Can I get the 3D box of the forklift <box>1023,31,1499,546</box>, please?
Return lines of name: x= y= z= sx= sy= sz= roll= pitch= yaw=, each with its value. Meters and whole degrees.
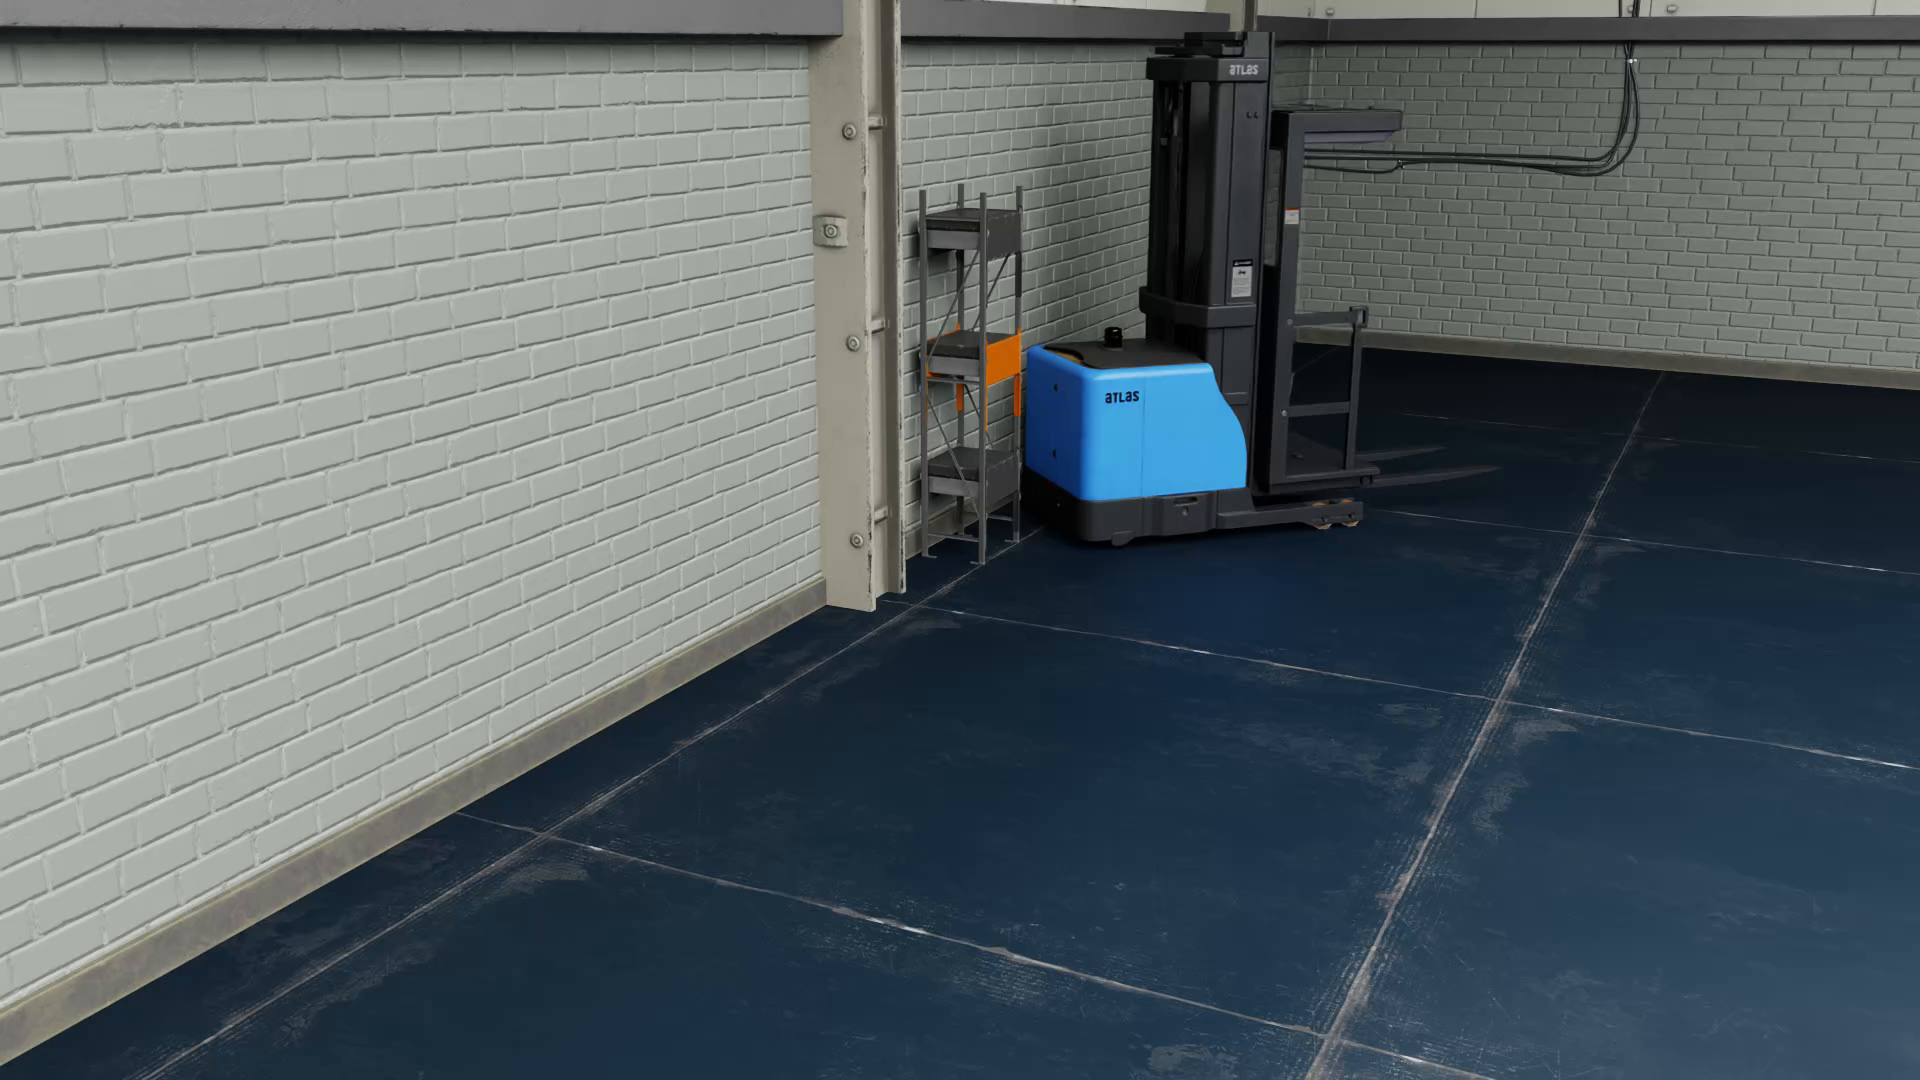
forklift: x=1.973 y=-1.604 z=10.277 sx=3.031 sy=2.935 sz=1.130 roll=-6 pitch=17 yaw=-19

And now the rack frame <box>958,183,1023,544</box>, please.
rack frame: x=0.171 y=-1.011 z=9.741 sx=0.400 sy=2.100 sz=0.015 roll=8 pitch=18 yaw=24

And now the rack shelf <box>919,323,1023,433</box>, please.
rack shelf: x=0.066 y=-0.935 z=9.533 sx=0.431 sy=0.518 sz=0.480 roll=8 pitch=18 yaw=24

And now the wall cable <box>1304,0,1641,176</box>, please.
wall cable: x=4.663 y=-4.627 z=15.253 sx=3.097 sy=2.526 sz=0.112 roll=8 pitch=18 yaw=25

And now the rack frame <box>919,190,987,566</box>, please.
rack frame: x=-0.040 y=-0.886 z=9.318 sx=0.400 sy=2.100 sz=0.015 roll=8 pitch=18 yaw=24

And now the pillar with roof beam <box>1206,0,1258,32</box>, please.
pillar with roof beam: x=6.015 y=-4.986 z=11.007 sx=9.100 sy=9.000 sz=0.400 roll=8 pitch=18 yaw=25

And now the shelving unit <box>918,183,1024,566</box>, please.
shelving unit: x=0.066 y=-0.948 z=9.530 sx=0.431 sy=2.100 sz=0.503 roll=8 pitch=18 yaw=24

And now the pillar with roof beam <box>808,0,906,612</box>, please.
pillar with roof beam: x=3.334 y=-3.458 z=5.861 sx=9.100 sy=9.000 sz=0.400 roll=8 pitch=18 yaw=25

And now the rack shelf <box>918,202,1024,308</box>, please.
rack shelf: x=0.066 y=-1.606 z=9.334 sx=0.431 sy=0.518 sz=0.480 roll=8 pitch=18 yaw=24

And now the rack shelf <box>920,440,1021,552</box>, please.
rack shelf: x=0.066 y=-0.264 z=9.733 sx=0.431 sy=0.518 sz=0.480 roll=8 pitch=18 yaw=24
